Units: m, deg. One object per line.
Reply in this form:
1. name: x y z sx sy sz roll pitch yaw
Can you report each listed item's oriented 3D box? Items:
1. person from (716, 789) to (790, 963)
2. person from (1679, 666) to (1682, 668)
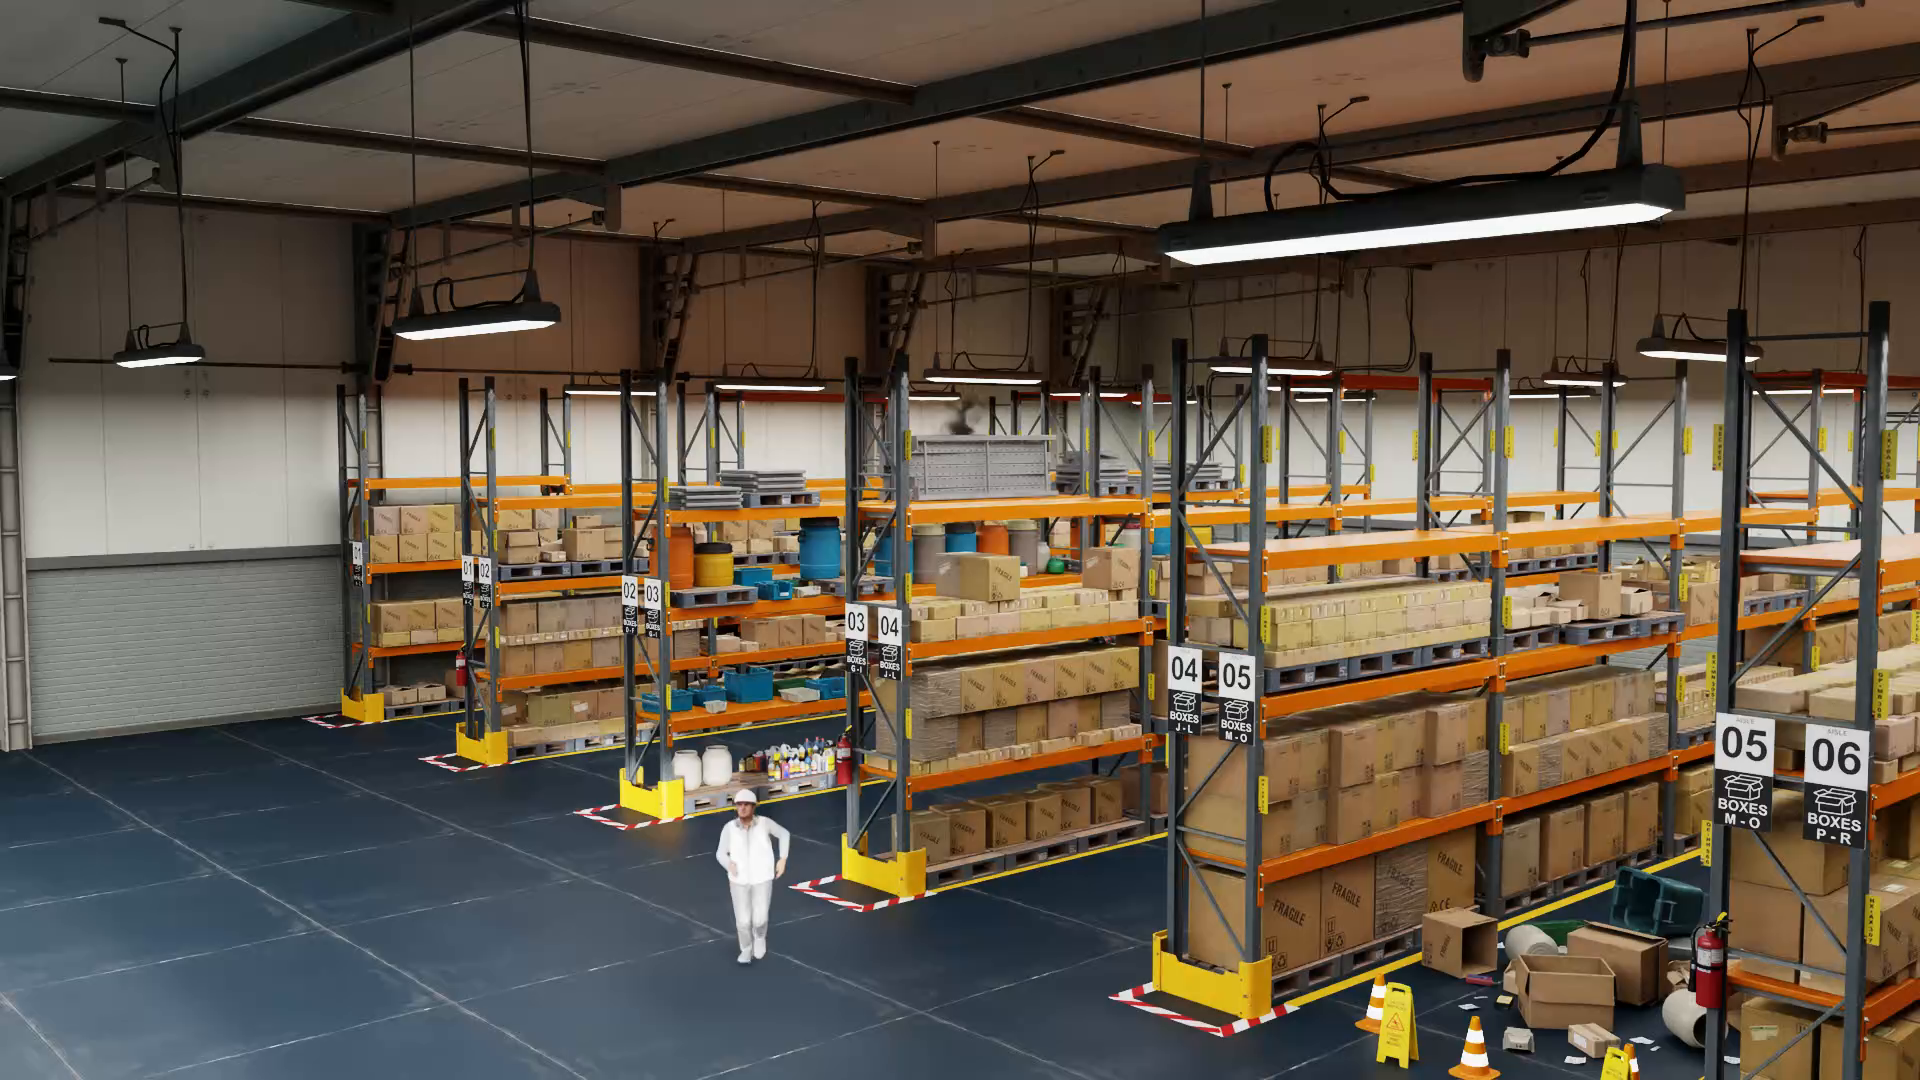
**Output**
1. person: -1.999 3.243 15.926 0.665 1.727 0.755 0 4 0
2. person: 11.028 2.704 25.253 0.848 1.644 0.692 -3 5 -34
